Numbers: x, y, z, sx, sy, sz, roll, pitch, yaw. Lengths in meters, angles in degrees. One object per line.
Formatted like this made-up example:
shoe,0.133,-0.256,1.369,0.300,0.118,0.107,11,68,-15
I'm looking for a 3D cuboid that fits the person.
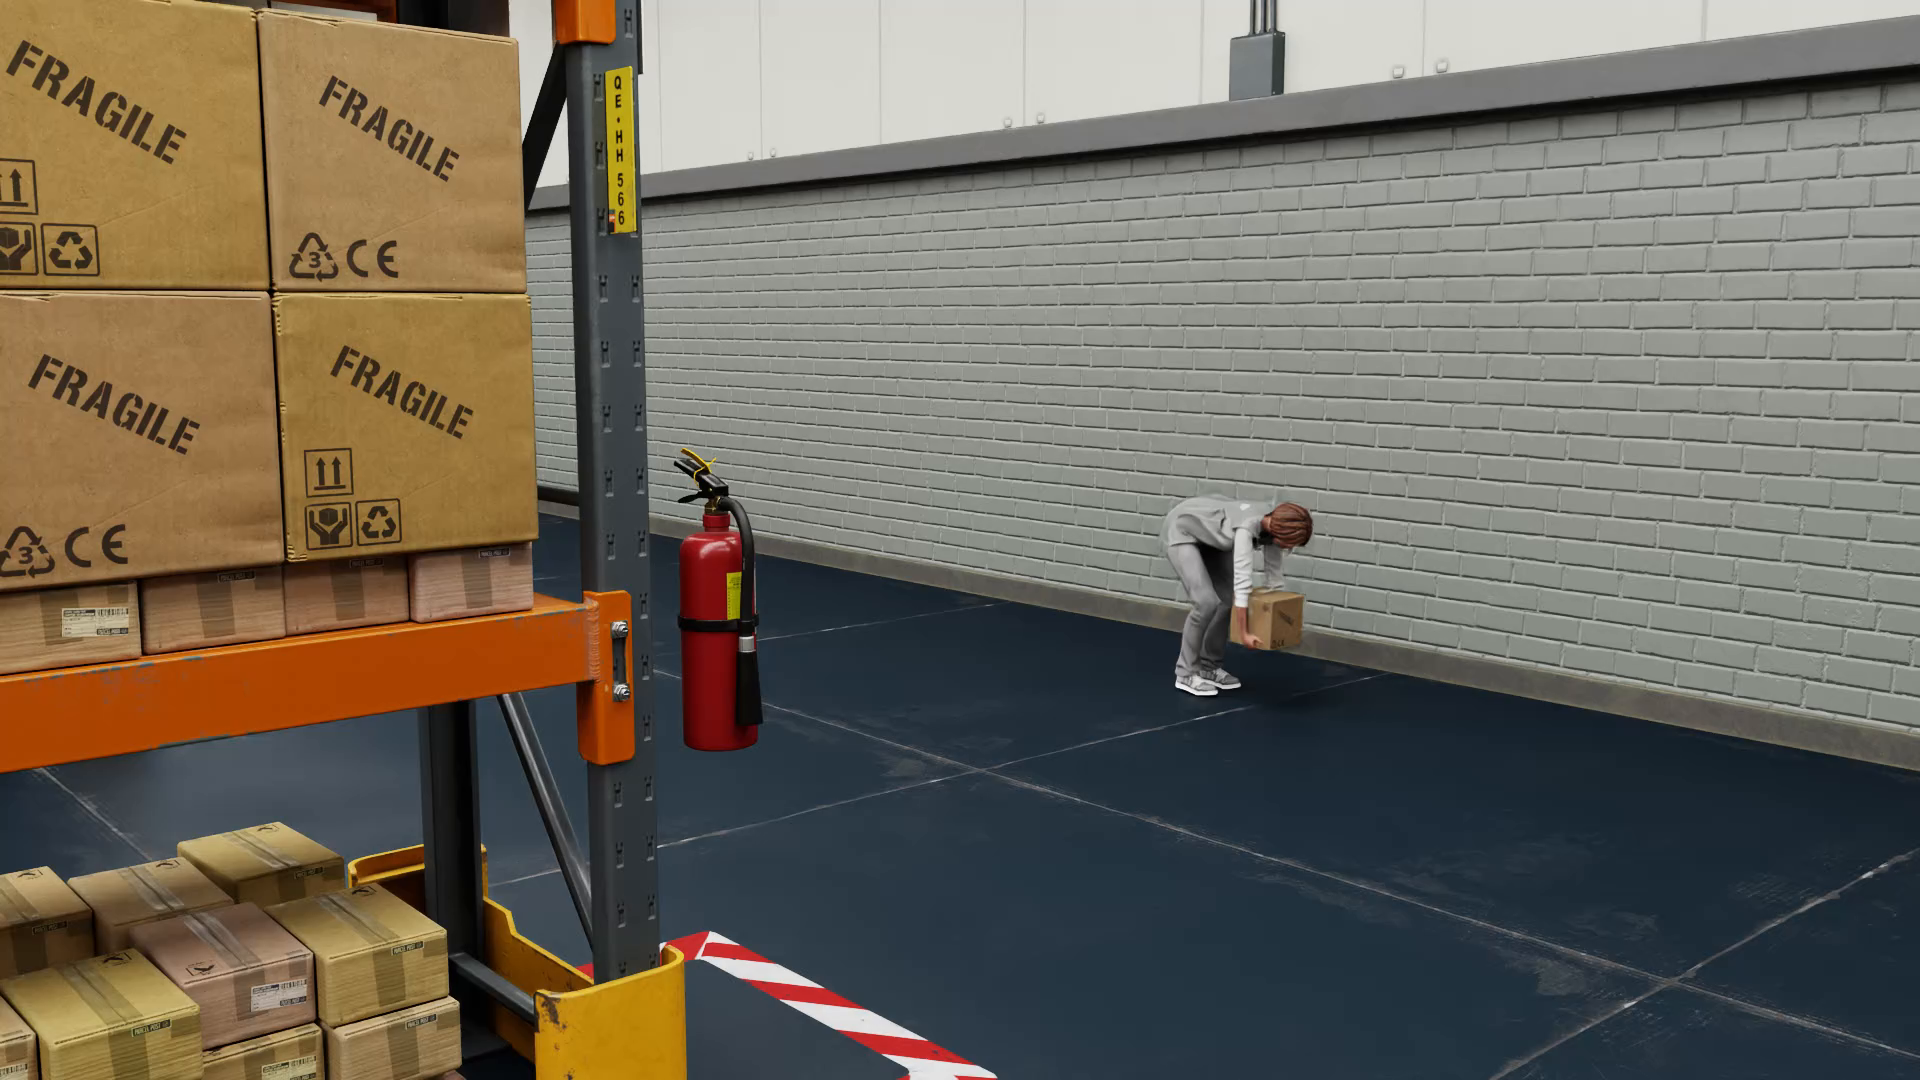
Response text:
person,1.390,0.291,8.368,0.388,1.012,0.868,-7,10,-43
